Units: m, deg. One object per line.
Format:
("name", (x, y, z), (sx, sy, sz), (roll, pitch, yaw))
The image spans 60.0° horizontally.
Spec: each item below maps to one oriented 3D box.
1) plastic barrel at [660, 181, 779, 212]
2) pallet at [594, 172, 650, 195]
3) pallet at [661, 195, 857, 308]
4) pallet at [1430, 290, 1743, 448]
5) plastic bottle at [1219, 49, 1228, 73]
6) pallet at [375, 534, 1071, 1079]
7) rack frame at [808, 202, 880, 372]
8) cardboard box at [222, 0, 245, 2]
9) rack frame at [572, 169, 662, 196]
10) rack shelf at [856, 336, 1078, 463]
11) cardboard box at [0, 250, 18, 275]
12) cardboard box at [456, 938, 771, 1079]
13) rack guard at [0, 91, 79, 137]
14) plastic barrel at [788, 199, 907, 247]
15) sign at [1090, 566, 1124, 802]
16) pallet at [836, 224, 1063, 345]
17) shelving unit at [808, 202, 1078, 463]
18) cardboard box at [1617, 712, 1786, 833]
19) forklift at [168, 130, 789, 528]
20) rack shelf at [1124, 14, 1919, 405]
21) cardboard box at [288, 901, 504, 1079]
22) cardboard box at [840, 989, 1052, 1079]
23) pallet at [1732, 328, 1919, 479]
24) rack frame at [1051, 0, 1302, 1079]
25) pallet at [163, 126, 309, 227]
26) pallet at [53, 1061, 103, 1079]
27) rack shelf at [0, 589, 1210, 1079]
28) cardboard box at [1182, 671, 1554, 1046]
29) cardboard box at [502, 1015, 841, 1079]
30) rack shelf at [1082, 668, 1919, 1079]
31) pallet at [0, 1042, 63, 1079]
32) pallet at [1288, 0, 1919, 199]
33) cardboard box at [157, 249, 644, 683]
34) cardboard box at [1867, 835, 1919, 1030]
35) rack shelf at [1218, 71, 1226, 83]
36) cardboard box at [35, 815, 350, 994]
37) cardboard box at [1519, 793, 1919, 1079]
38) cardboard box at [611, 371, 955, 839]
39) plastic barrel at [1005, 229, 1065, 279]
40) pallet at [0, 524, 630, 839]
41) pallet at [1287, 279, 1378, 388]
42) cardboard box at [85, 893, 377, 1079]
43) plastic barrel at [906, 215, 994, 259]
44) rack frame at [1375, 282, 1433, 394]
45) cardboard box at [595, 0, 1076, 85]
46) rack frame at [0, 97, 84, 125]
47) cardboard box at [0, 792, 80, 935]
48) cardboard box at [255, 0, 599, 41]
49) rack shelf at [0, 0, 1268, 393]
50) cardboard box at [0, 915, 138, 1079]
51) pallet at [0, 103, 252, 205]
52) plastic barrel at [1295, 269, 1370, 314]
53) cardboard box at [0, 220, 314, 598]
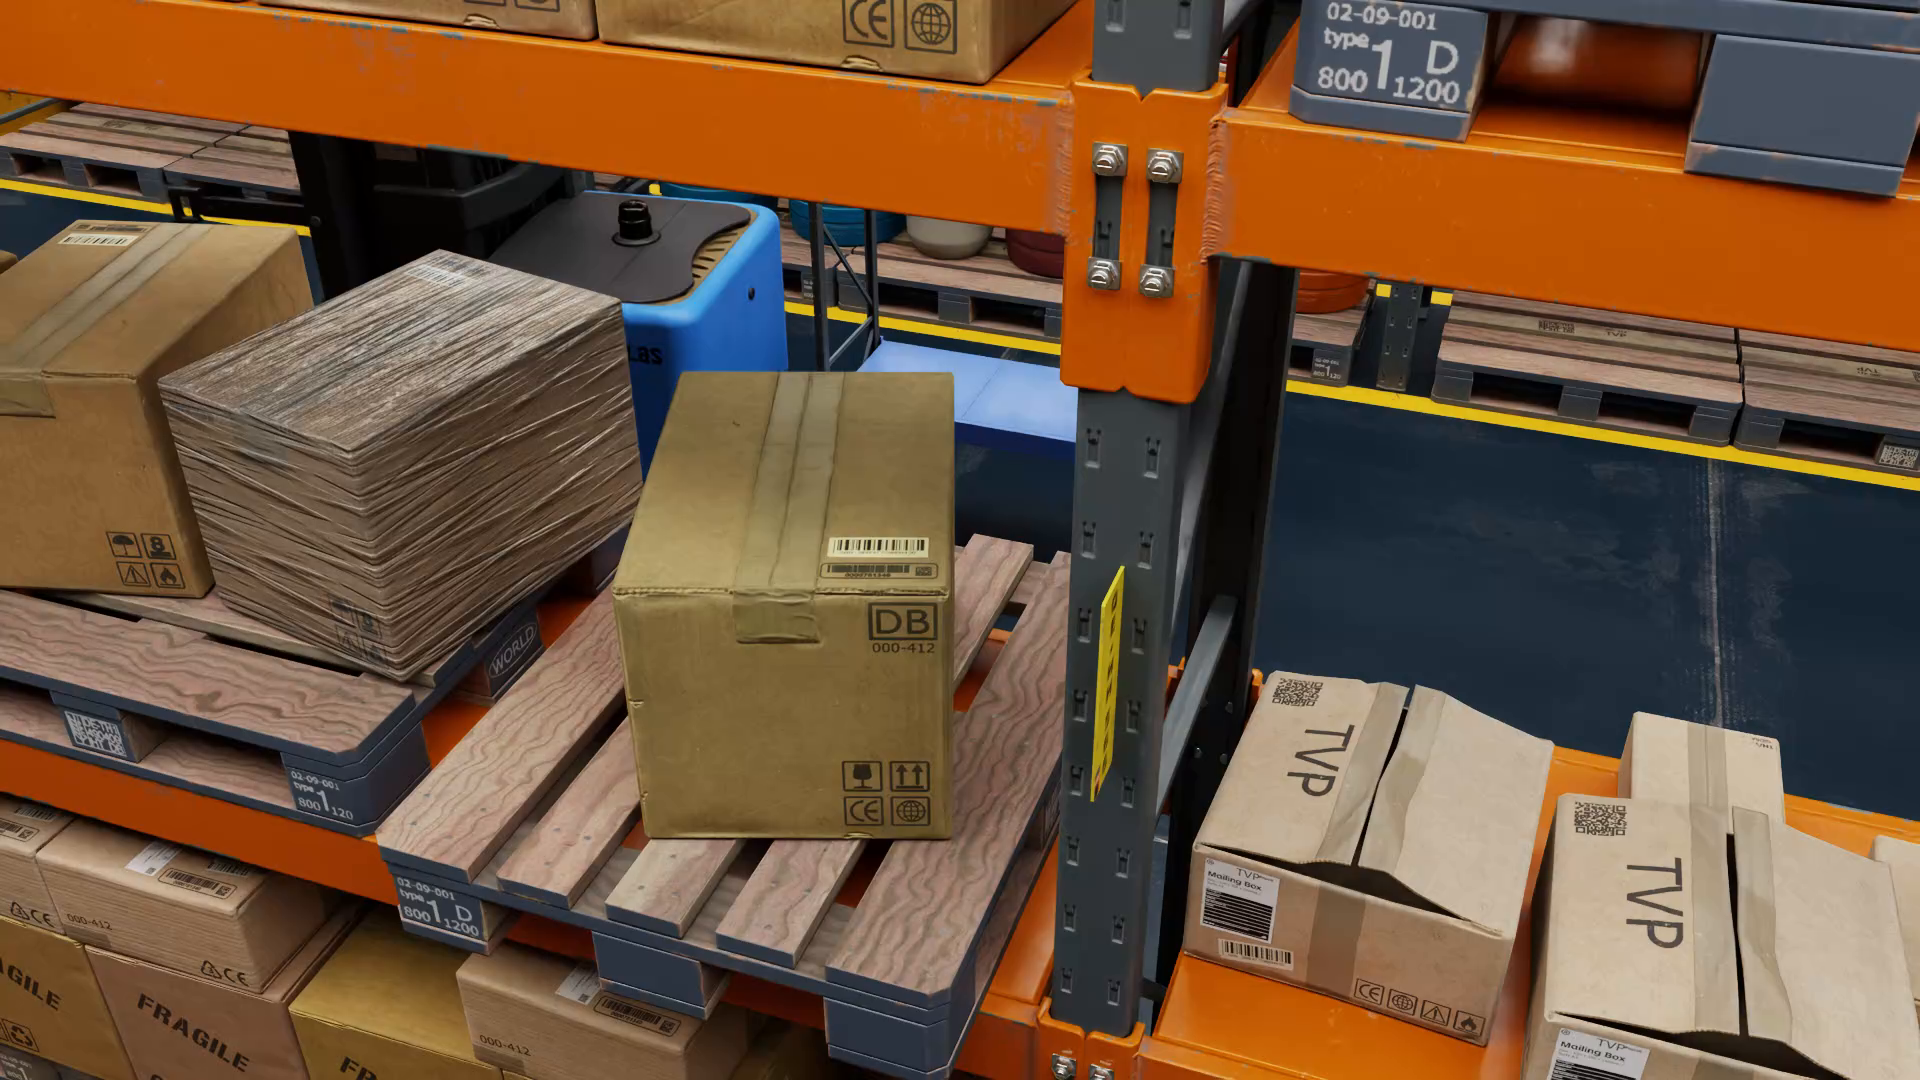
("plastic barrel", (-1.216, -2.080, 8.254), (0.708, 0.901, 0.600), (11, 34, 16))
("pallet", (-2.427, -1.837, 8.901), (1.213, 0.211, 1.003), (11, 34, 16))
("pallet", (-1.010, -1.560, 8.471), (1.213, 0.211, 1.003), (11, 34, 16))
("pallet", (2.760, -0.829, 7.339), (1.213, 0.211, 1.003), (11, 34, 16))
("plastic bottle", (1.107, -2.025, 6.804), (0.097, 0.201, 0.097), (0, 33, 0))
("pallet", (-0.293, 0.359, 3.105), (1.003, 0.211, 1.213), (11, 34, 16))
("rack frame", (-0.398, -0.708, 5.963), (0.032, 1.500, 0.500), (11, 34, 16))
("cardboard box", (-1.023, -1.187, 2.465), (0.500, 0.500, 0.910), (11, 34, 16))
("rack frame", (-1.722, -2.894, 7.967), (0.127, 3.000, 1.000), (11, 34, 16))
("rack shelf", (0.080, -0.463, 5.917), (1.000, 0.185, 0.538), (11, 34, 16))
("cardboard box", (-2.357, -0.289, 3.453), (0.500, 0.500, 0.700), (17, 36, 24))
("cardboard box", (-0.645, 0.858, 3.364), (0.500, 0.250, 0.500), (12, 35, 18))
("rack guard", (-5.514, -2.573, 9.775), (0.348, 0.500, 1.175), (11, 34, 16))
("plastic barrel", (-0.549, -1.951, 8.054), (0.708, 0.901, 0.600), (11, 34, 16))
("sign", (0.195, 0.192, 2.192), (0.005, 0.325, 0.100), (11, 34, 16))
("pallet", (0.143, -1.337, 8.127), (1.213, 0.211, 1.003), (11, 34, 16))
("shelving unit", (0.080, -0.614, 5.819), (1.048, 1.500, 0.538), (11, 34, 16))
("cardboard box", (1.309, 0.496, 2.948), (0.250, 0.149, 0.380), (11, 34, 16))
("forklift", (-2.230, -1.498, 5.868), (3.031, 2.935, 1.130), (7, 33, 10))
("rack shelf", (2.252, -0.225, 1.731), (4.000, 0.370, 1.077), (11, 34, 16))
("cardboard box", (-1.078, 1.086, 3.702), (0.500, 0.500, 0.500), (10, 34, 15))
("cardboard box", (0.037, 1.003, 3.830), (0.500, 0.500, 0.500), (12, 35, 18))
("pallet", (3.904, -0.605, 6.992), (1.213, 0.211, 1.003), (11, 34, 16))
("rack frame", (0.368, 0.368, 2.914), (0.053, 2.616, 0.949), (11, 34, 16))
("pallet", (-3.580, -2.059, 9.245), (1.213, 0.211, 1.003), (11, 34, 16))
("pallet", (-1.466, 1.158, 4.262), (1.213, 0.211, 1.003), (11, 34, 16))
("rack shelf", (-1.514, 0.303, 3.679), (4.000, 0.370, 1.077), (11, 34, 16))
("cardboard box", (0.697, 0.493, 2.803), (0.500, 0.311, 0.500), (13, 35, 19))
("cardboard box", (-0.591, 1.181, 3.555), (0.500, 0.500, 0.500), (12, 35, 18))
("rack shelf", (2.252, 1.035, 2.545), (4.000, 0.370, 1.077), (11, 34, 16))
("pallet", (-2.618, 0.936, 4.606), (1.213, 0.211, 1.003), (11, 34, 16))
("pallet", (1.038, -0.736, 2.033), (1.003, 0.211, 1.213), (13, 35, 19))
("cardboard box", (-1.058, -0.174, 3.275), (0.500, 0.500, 0.700), (18, 37, 25))
("cardboard box", (1.588, 0.677, 2.668), (0.250, 0.149, 0.380), (14, 35, 20))
("rack shelf", (0.161, -2.226, 7.595), (4.000, 0.370, 1.077), (11, 34, 16))
("cardboard box", (-1.610, 0.673, 3.651), (0.500, 0.250, 0.500), (10, 34, 16))
("cardboard box", (1.146, 0.667, 2.534), (0.500, 0.311, 0.500), (11, 34, 16))
("cardboard box", (-0.262, 0.091, 2.865), (0.500, 0.500, 0.700), (0, 33, 0))
("plastic barrel", (0.514, -1.613, 7.818), (0.708, 0.588, 0.600), (11, 34, 16))
("pallet", (-1.463, 0.094, 3.516), (1.213, 0.211, 1.003), (11, 34, 16))
("pallet", (1.287, -1.113, 7.780), (1.213, 0.211, 1.003), (11, 34, 16))
("cardboard box", (-1.574, 0.993, 3.845), (0.500, 0.500, 0.500), (10, 34, 15))
("plastic barrel", (-0.048, -1.638, 7.928), (0.421, 0.512, 0.421), (0, 33, 0))
("rack frame", (2.044, -2.162, 6.833), (0.127, 3.000, 1.000), (11, 34, 16))
("cardboard box", (-0.053, -0.998, 2.173), (0.500, 0.500, 0.910), (11, 34, 16))
("rack frame", (-5.487, -3.626, 9.100), (0.127, 3.000, 1.000), (11, 34, 16))
("cardboard box", (-2.082, 0.581, 3.792), (0.500, 0.250, 0.500), (11, 34, 17))
("cardboard box", (-0.533, -1.091, 2.317), (0.500, 0.500, 0.910), (11, 34, 16))
("rack shelf", (-1.514, -0.957, 2.865), (4.000, 0.370, 1.077), (11, 34, 16))
("cardboard box", (-2.050, 0.900, 3.989), (0.500, 0.500, 0.500), (11, 35, 17))
("pallet", (-4.724, -2.284, 9.592), (1.213, 0.211, 1.003), (11, 34, 16))
("plastic barrel", (1.577, -1.507, 7.433), (0.708, 0.830, 0.600), (11, 34, 16))
("cardboard box", (-1.713, -0.292, 3.457), (0.500, 0.500, 0.700), (3, 33, 4))
